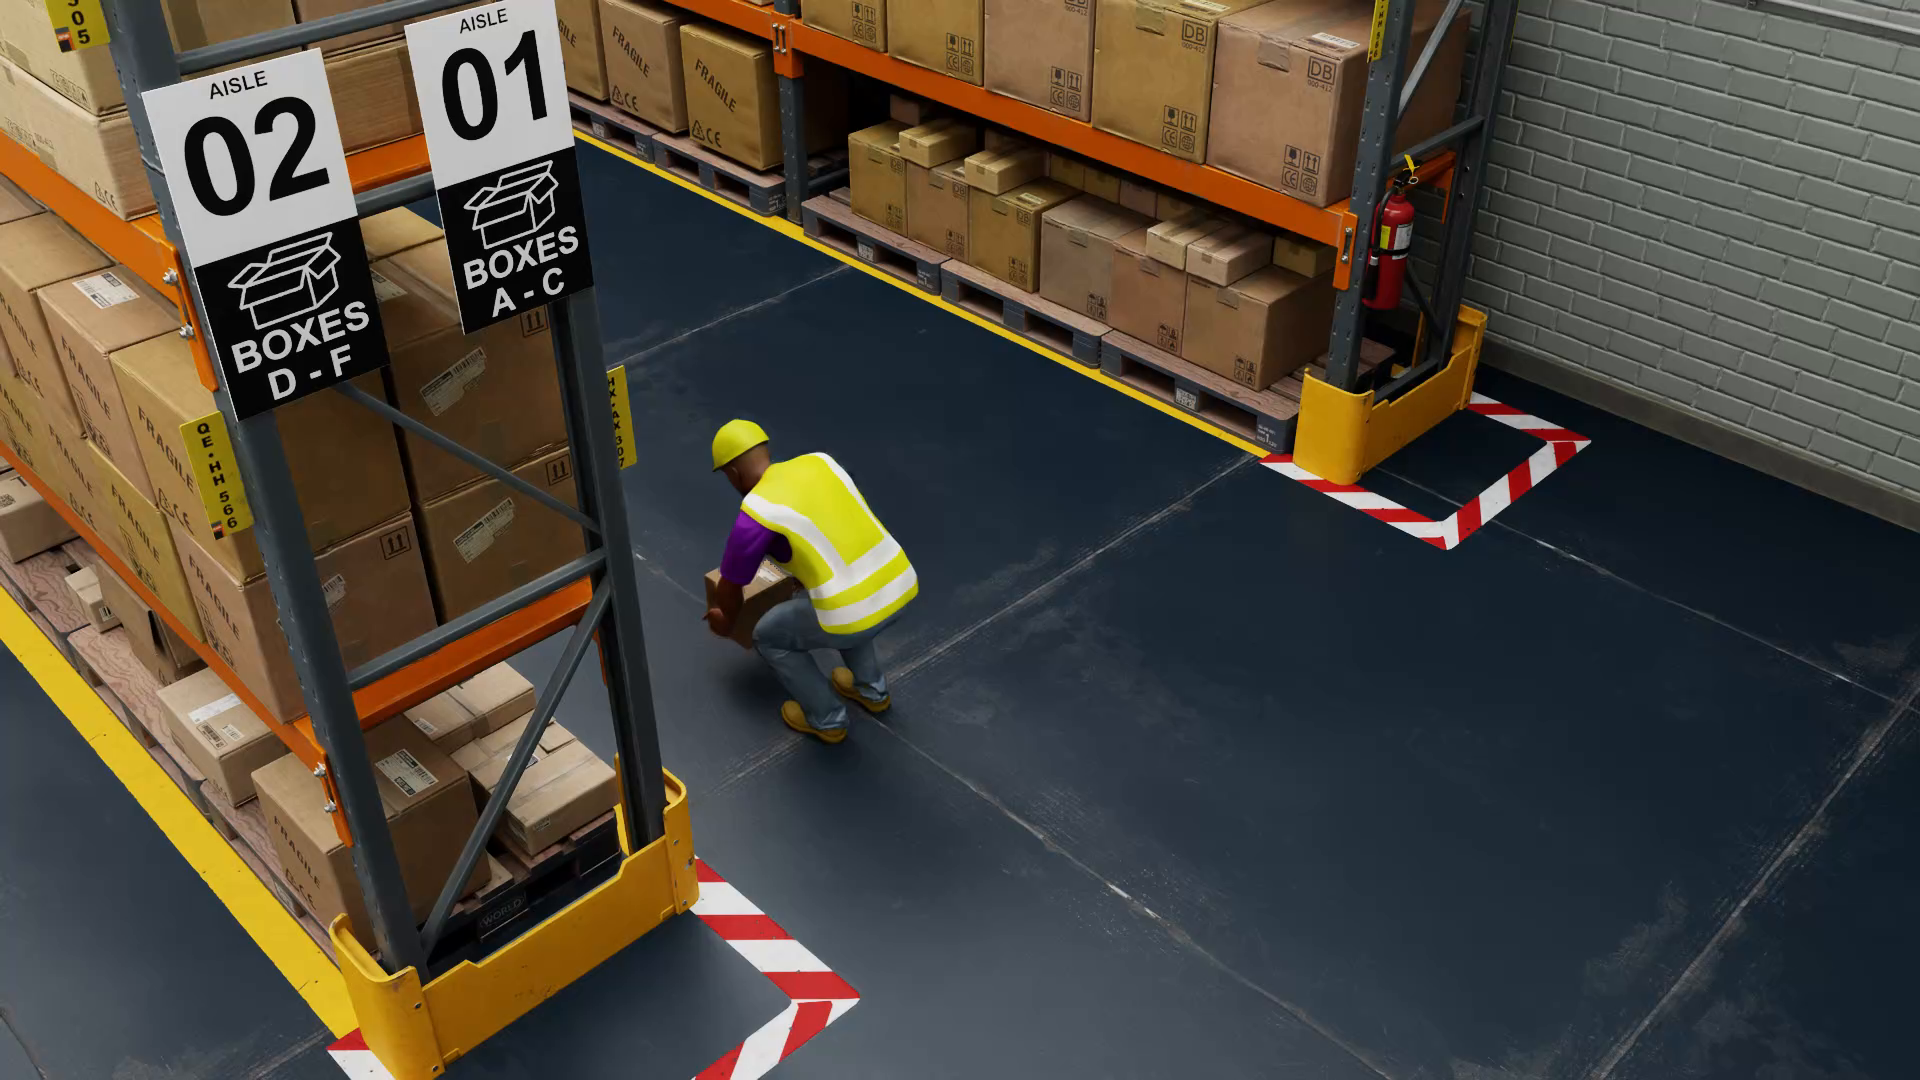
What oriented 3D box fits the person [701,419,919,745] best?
[{"bbox_3d":[-0.582,0.174,6.342,0.832,1.233,0.623,26,43,32],"label":"person"}]
